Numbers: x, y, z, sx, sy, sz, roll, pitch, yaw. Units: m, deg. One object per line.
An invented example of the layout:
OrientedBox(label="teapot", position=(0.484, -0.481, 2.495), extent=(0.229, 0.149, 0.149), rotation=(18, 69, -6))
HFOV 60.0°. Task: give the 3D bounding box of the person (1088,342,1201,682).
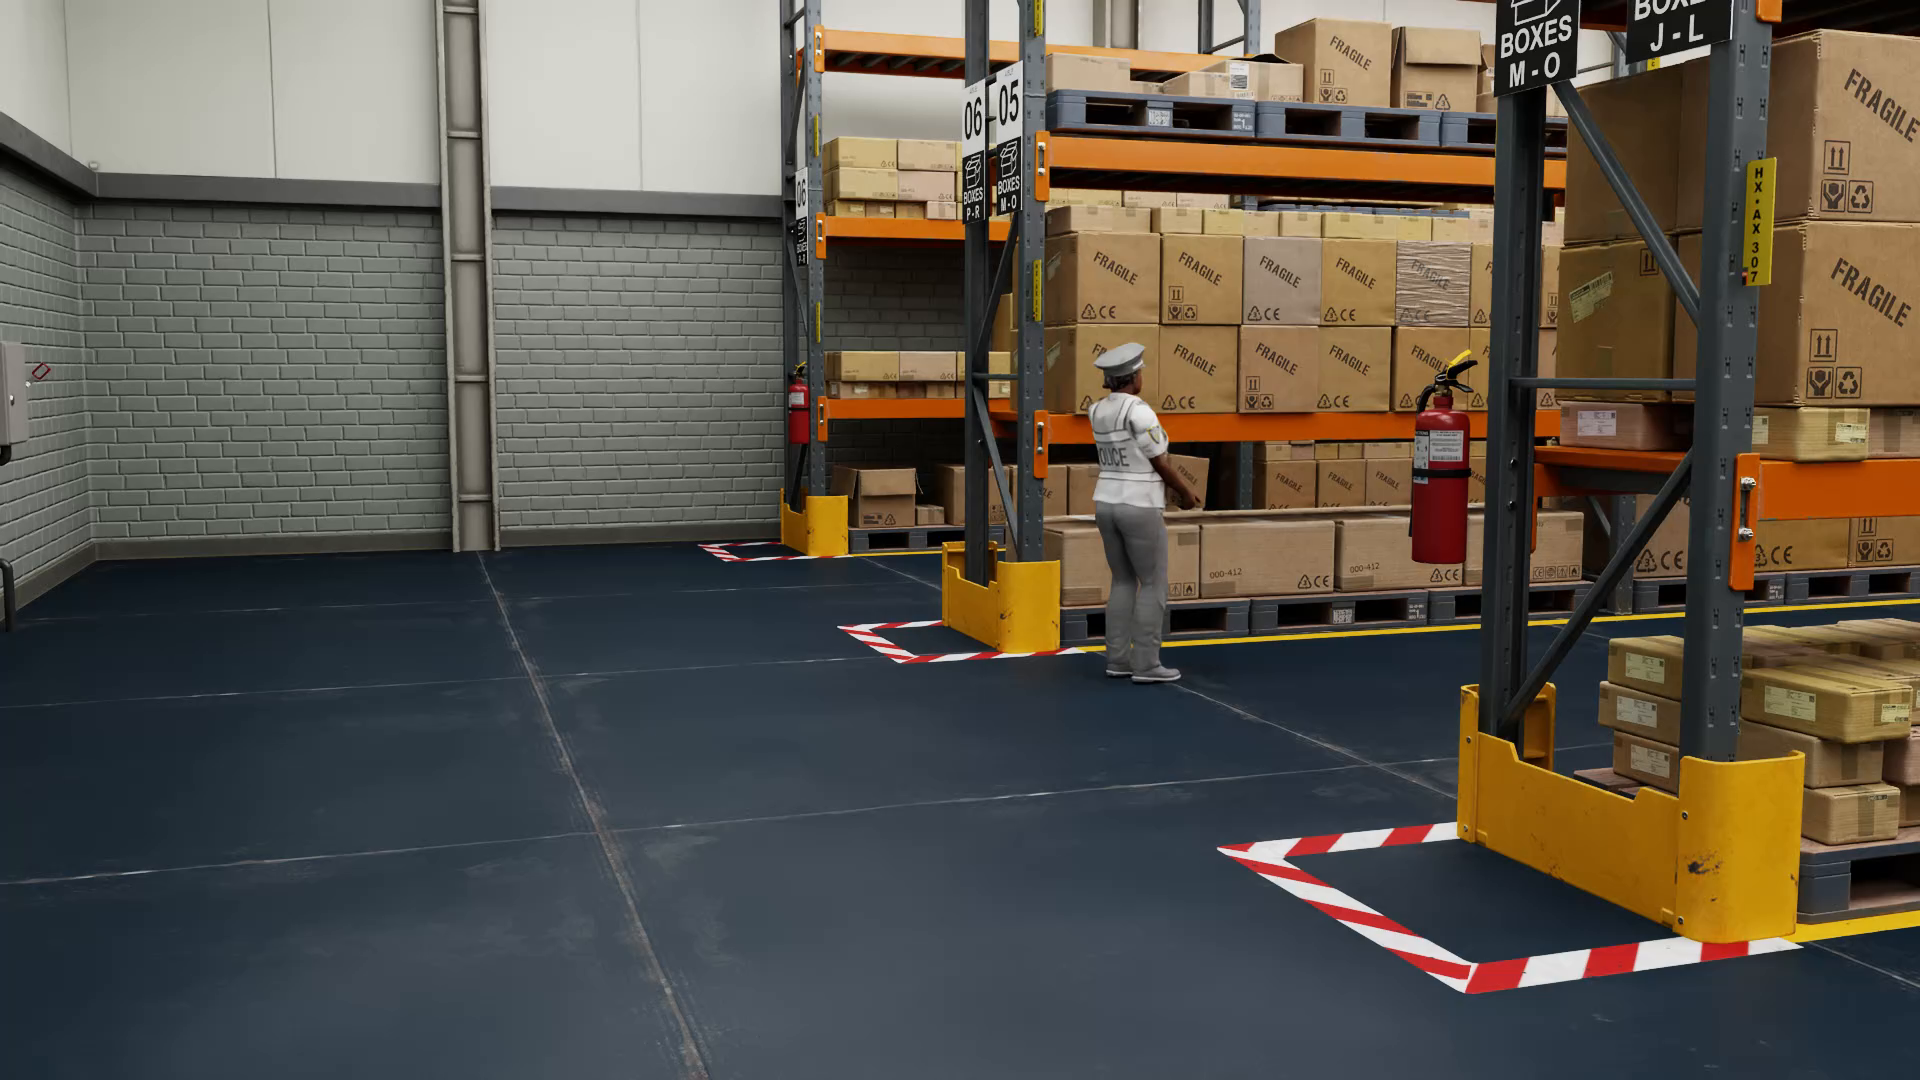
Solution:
OrientedBox(label="person", position=(0.916, -0.139, 8.308), extent=(0.522, 1.689, 0.451), rotation=(-4, 7, -33))
